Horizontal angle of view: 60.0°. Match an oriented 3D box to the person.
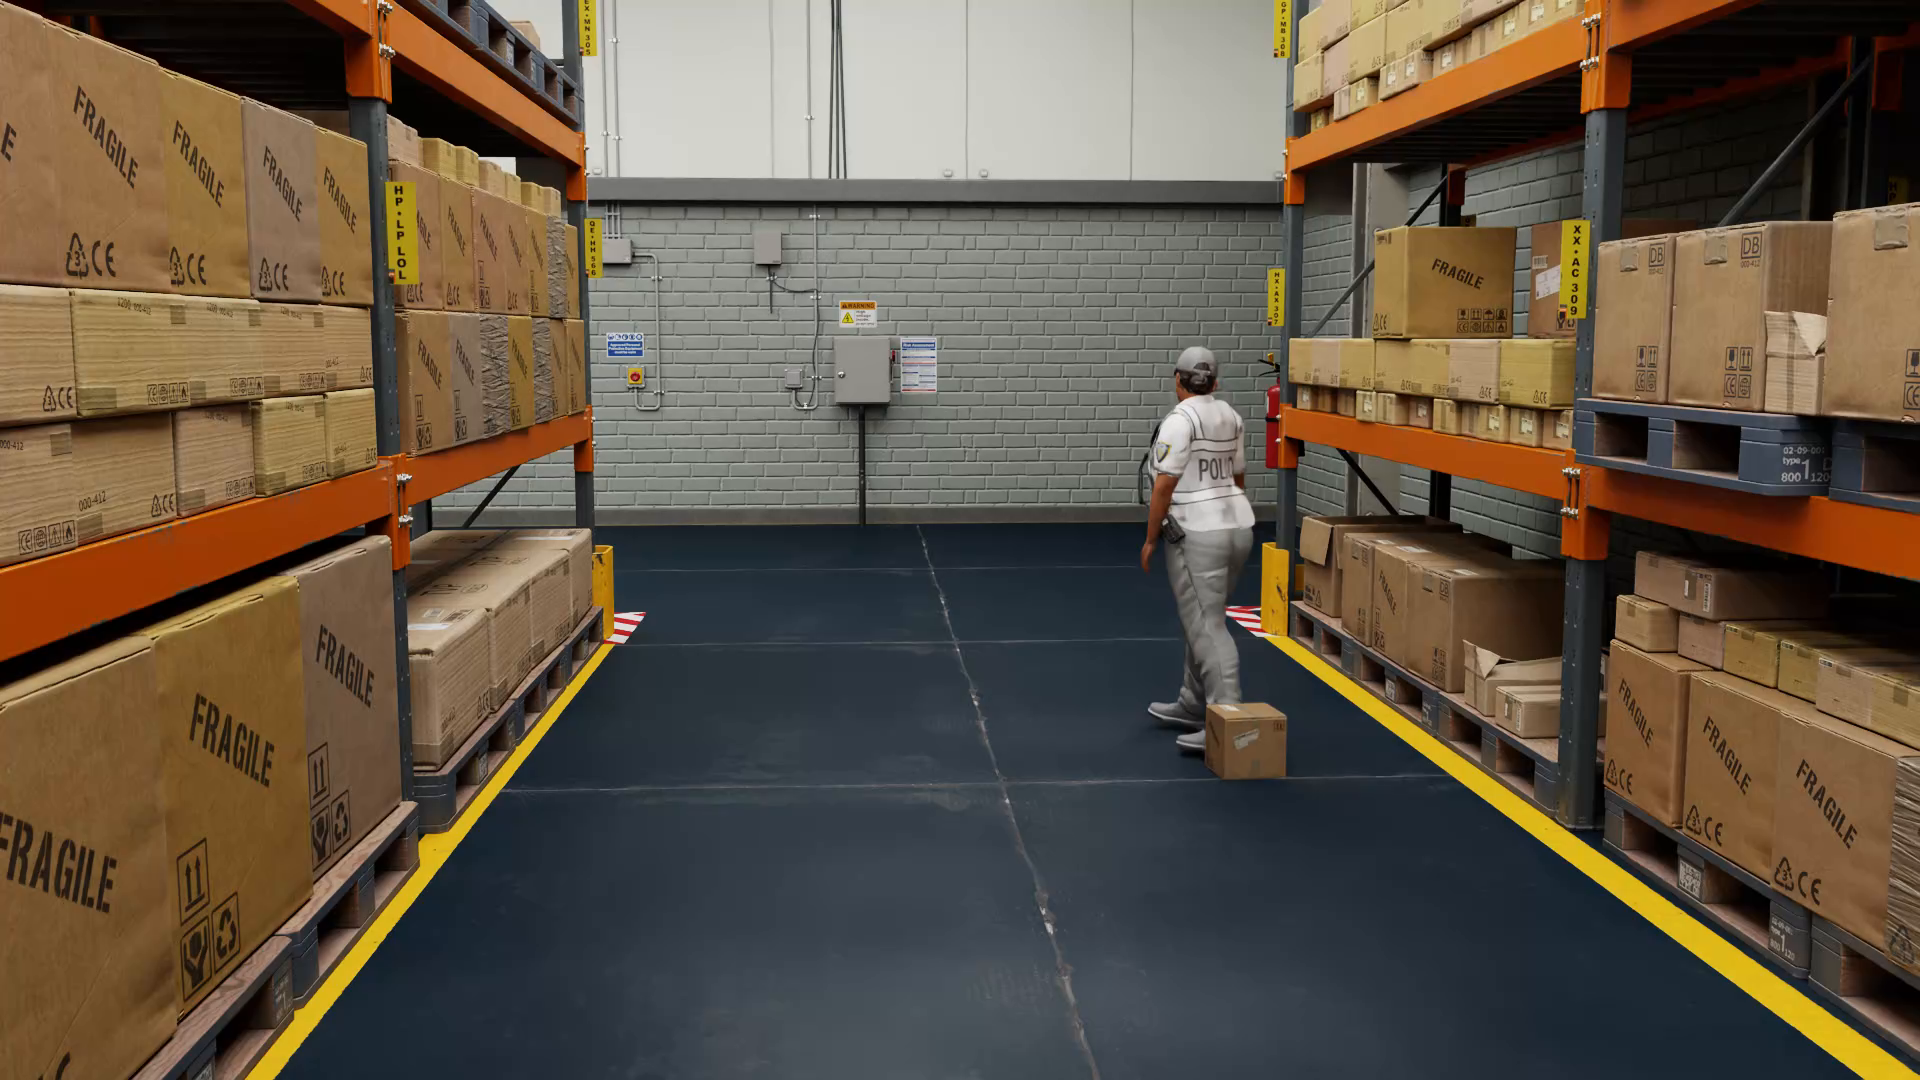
[{"bbox_3d":[0.997,0.010,7.013,0.623,1.646,0.559,6,9,39],"label":"person"}]
